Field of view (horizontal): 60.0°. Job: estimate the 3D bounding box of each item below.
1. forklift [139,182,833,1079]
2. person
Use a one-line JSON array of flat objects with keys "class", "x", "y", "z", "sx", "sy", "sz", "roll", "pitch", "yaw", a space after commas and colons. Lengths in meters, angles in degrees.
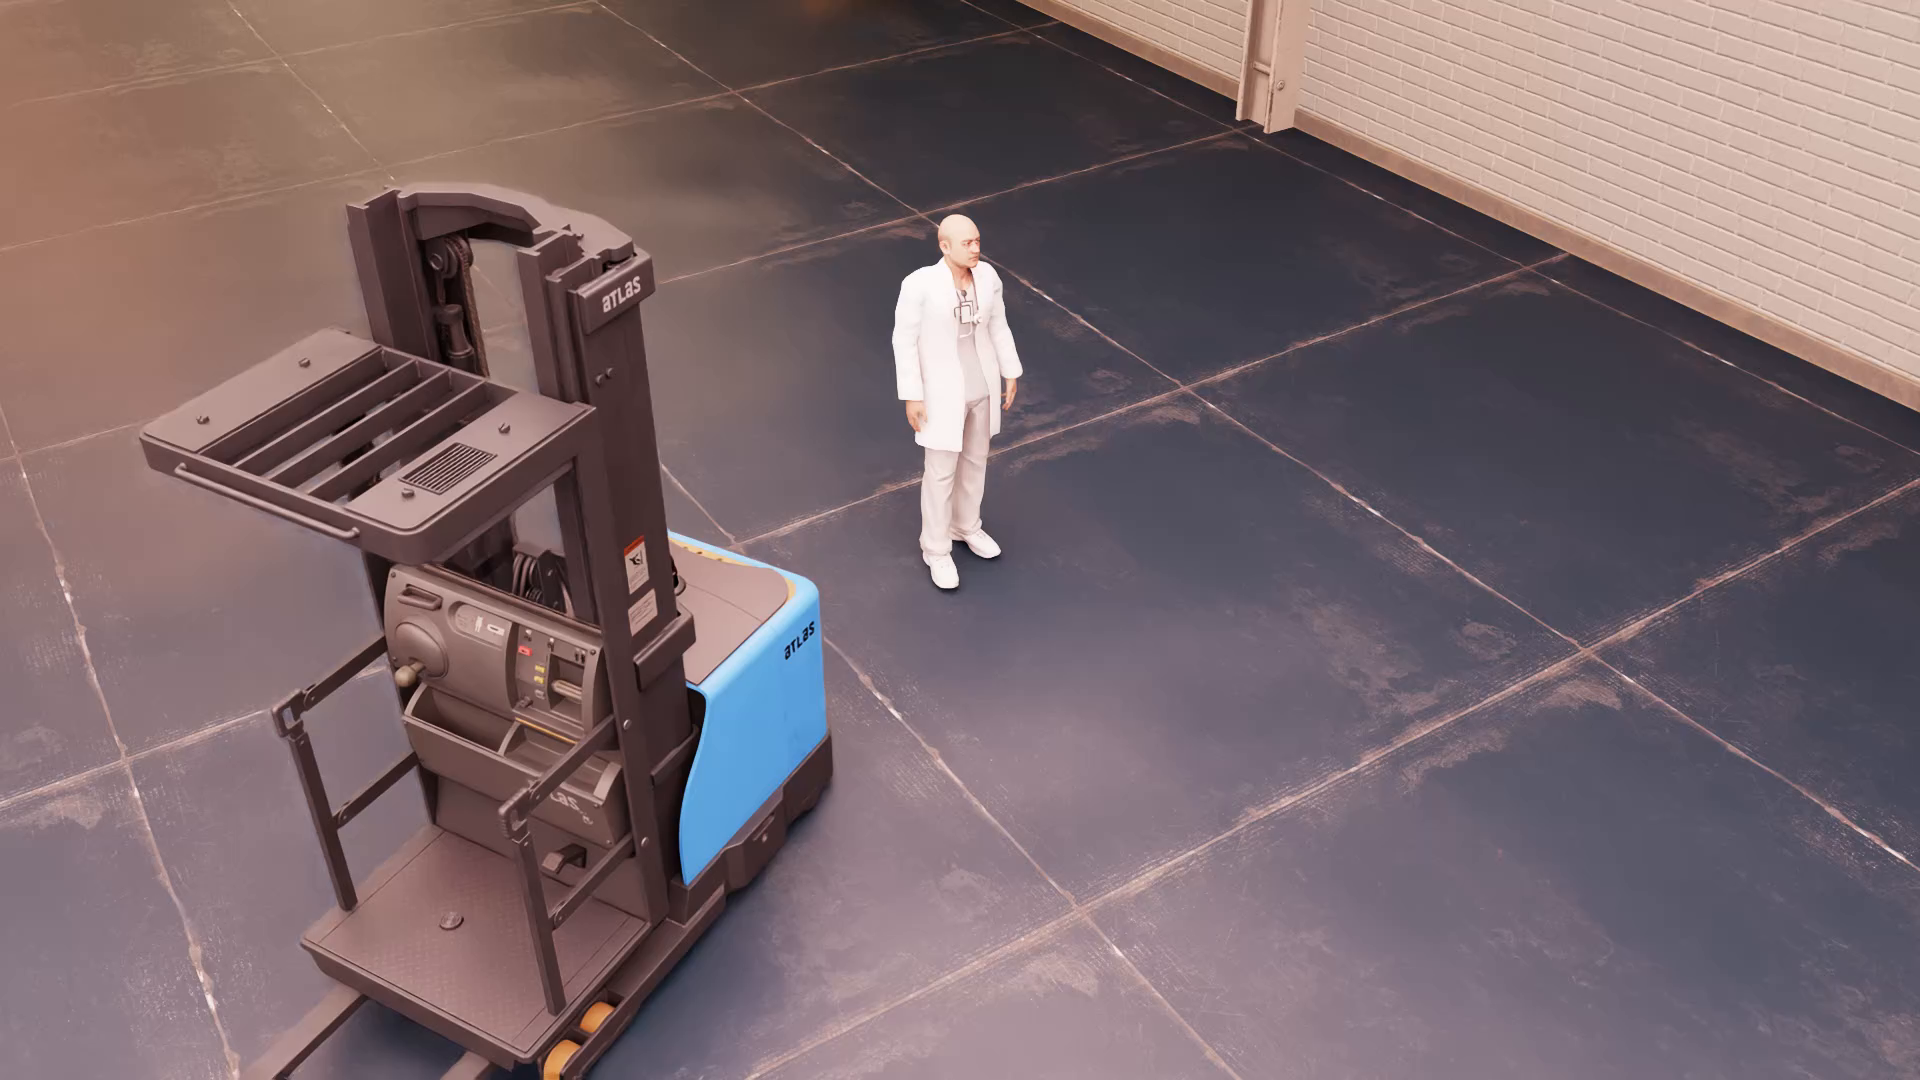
[{"class": "forklift", "x": -1.699, "y": 0.450, "z": 5.507, "sx": 1.130, "sy": 2.935, "sz": 3.031, "roll": 18, "pitch": 39, "yaw": 23}, {"class": "person", "x": 0.047, "y": -0.688, "z": 8.117, "sx": 0.696, "sy": 1.778, "sz": 0.578, "roll": -21, "pitch": 40, "yaw": -27}]
